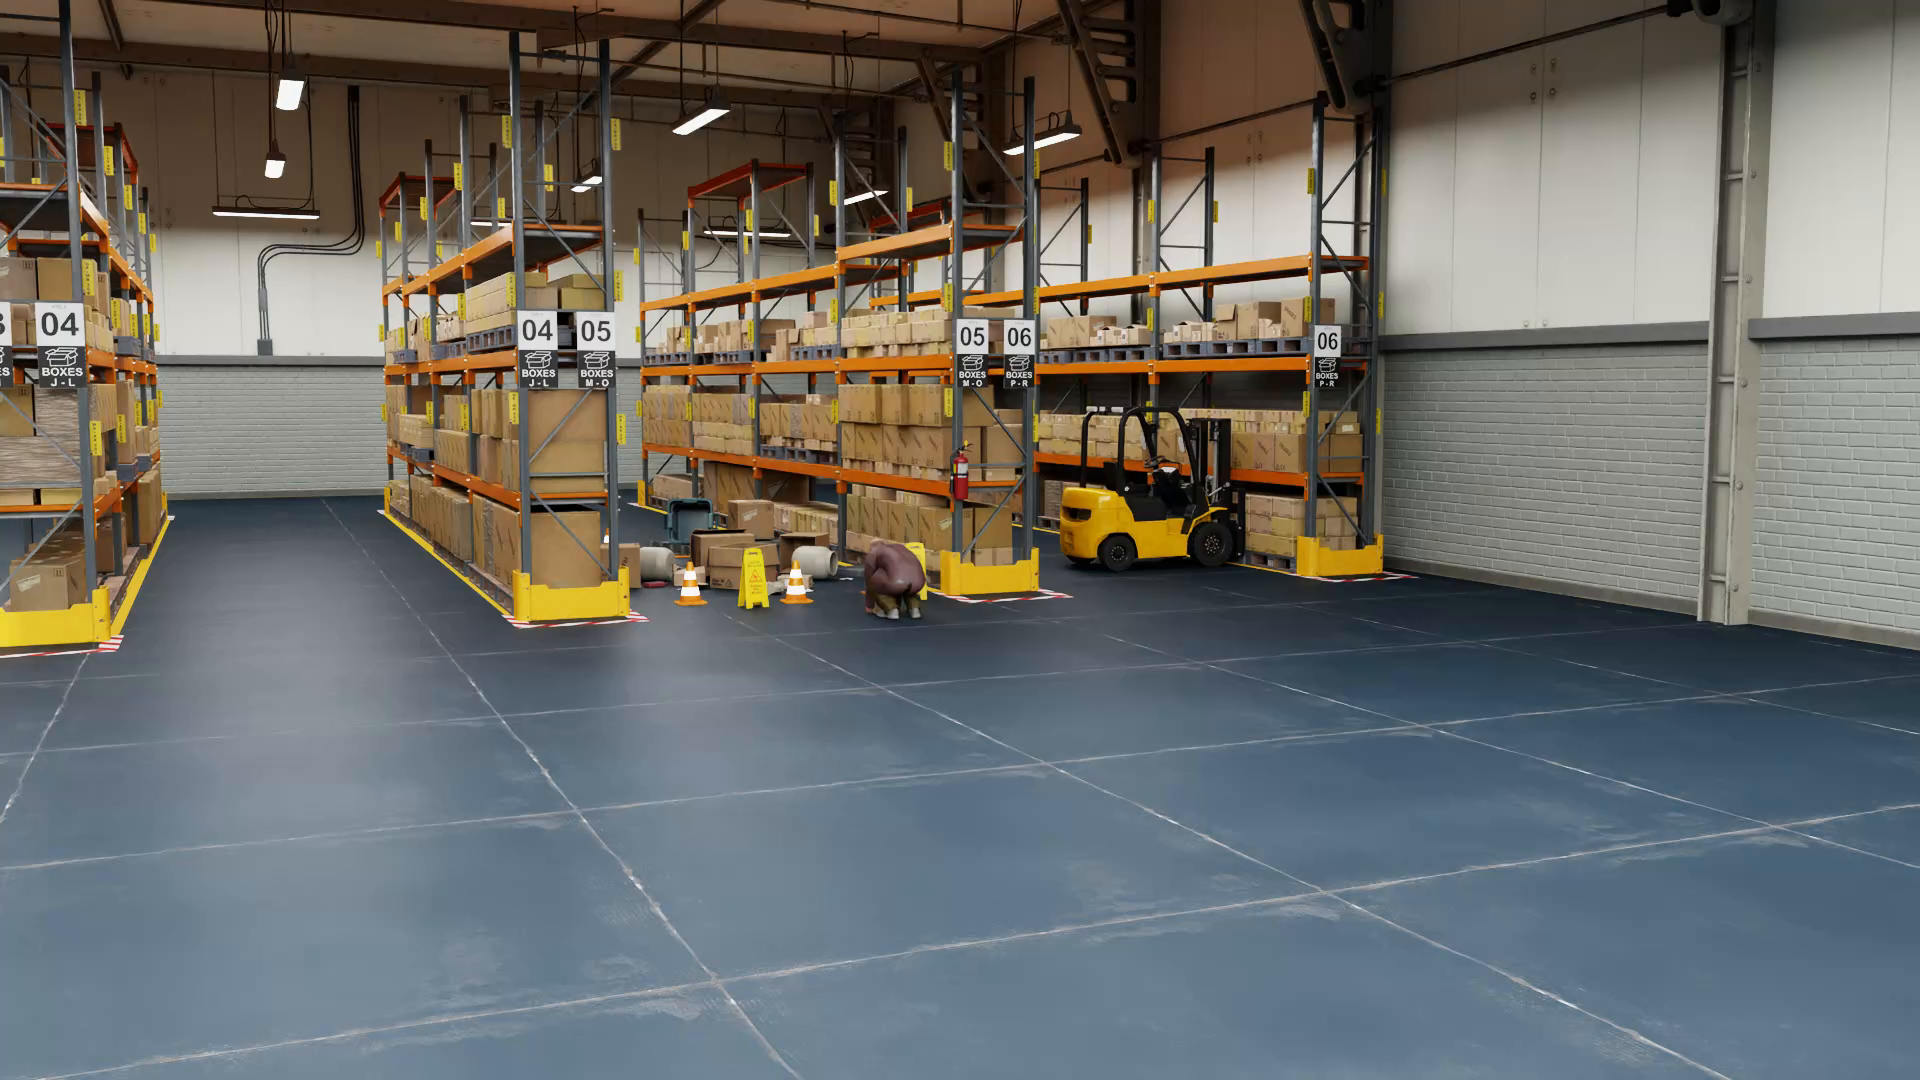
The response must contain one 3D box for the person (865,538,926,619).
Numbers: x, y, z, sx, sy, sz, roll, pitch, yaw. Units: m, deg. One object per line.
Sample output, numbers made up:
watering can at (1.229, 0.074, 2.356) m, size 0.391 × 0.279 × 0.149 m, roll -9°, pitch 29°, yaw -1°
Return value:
person at (-0.700, 0.450, 17.625) m, size 0.581 × 0.889 × 0.927 m, roll -2°, pitch 6°, yaw -24°
